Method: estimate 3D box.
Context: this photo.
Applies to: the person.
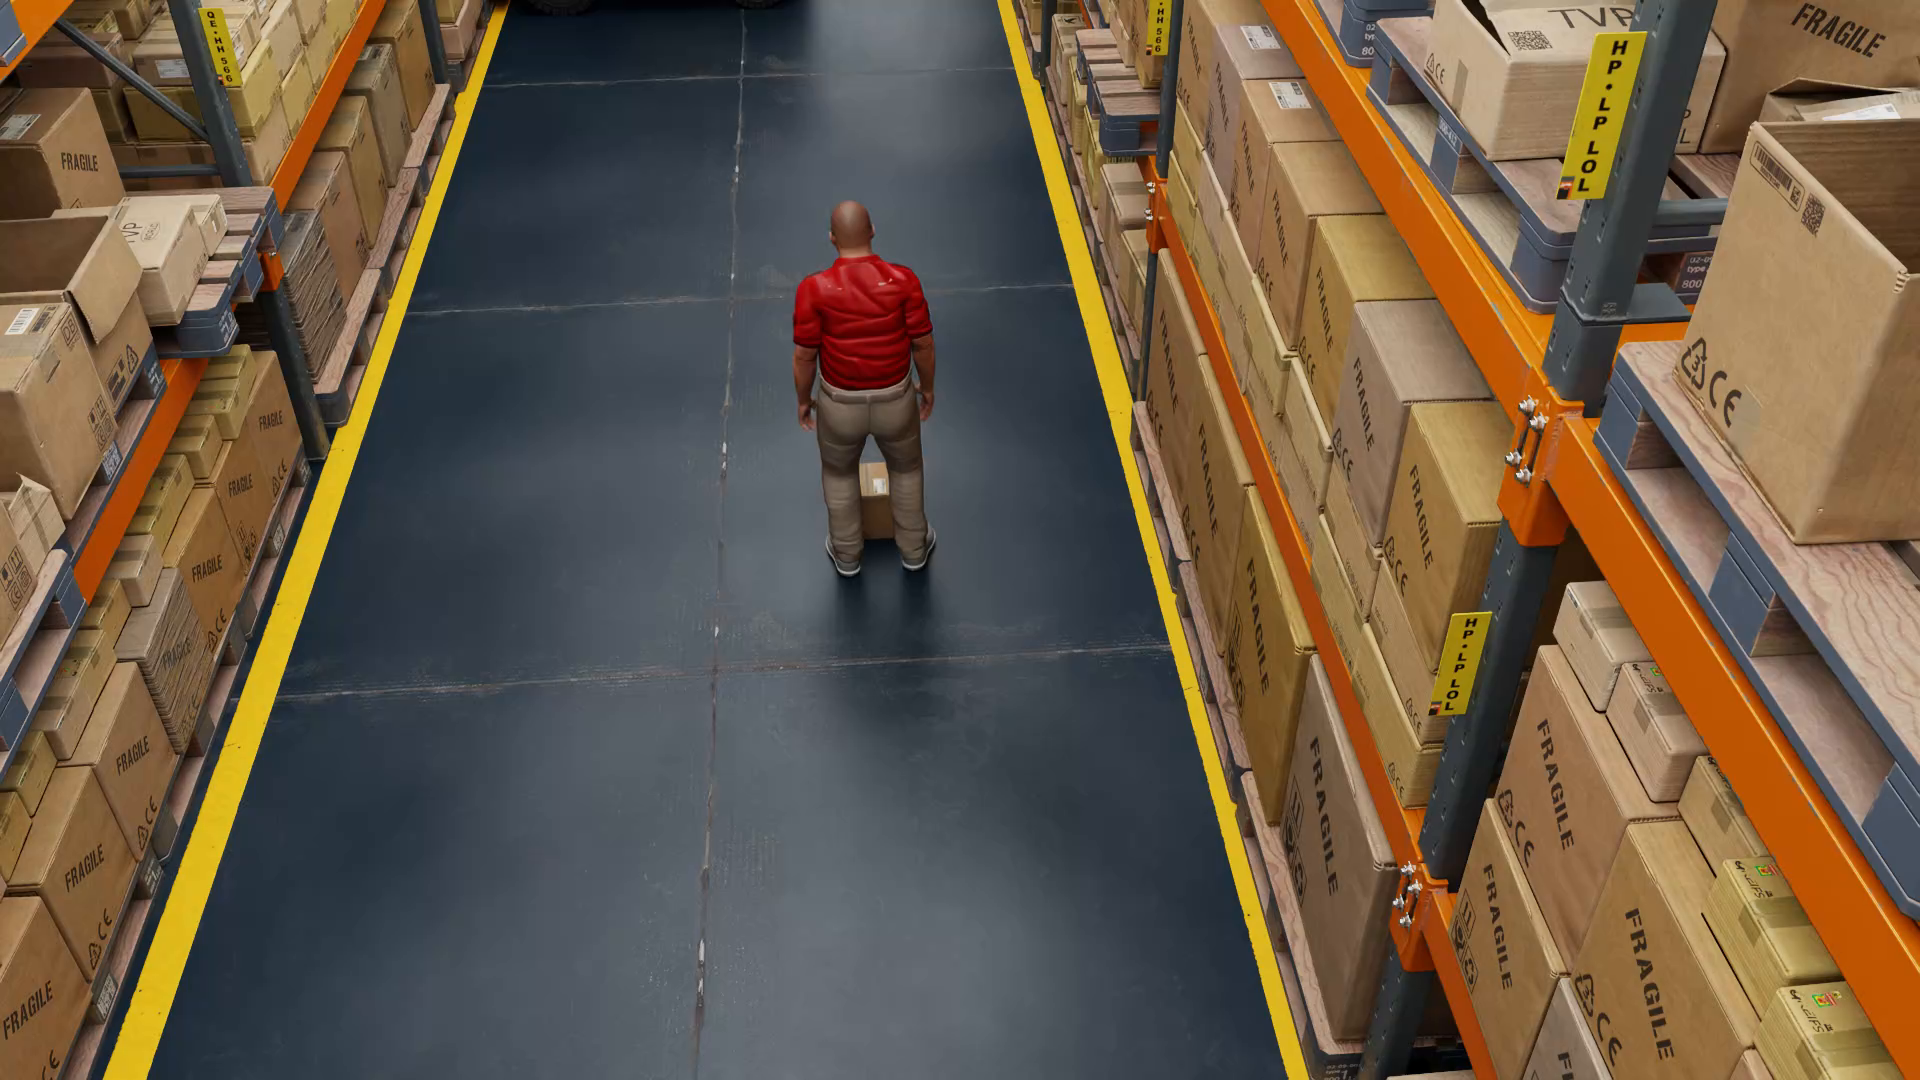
[{"bbox_3d":[-0.389,-0.590,6.899,0.590,1.725,0.392,-5,39,-6],"label":"person"}]
